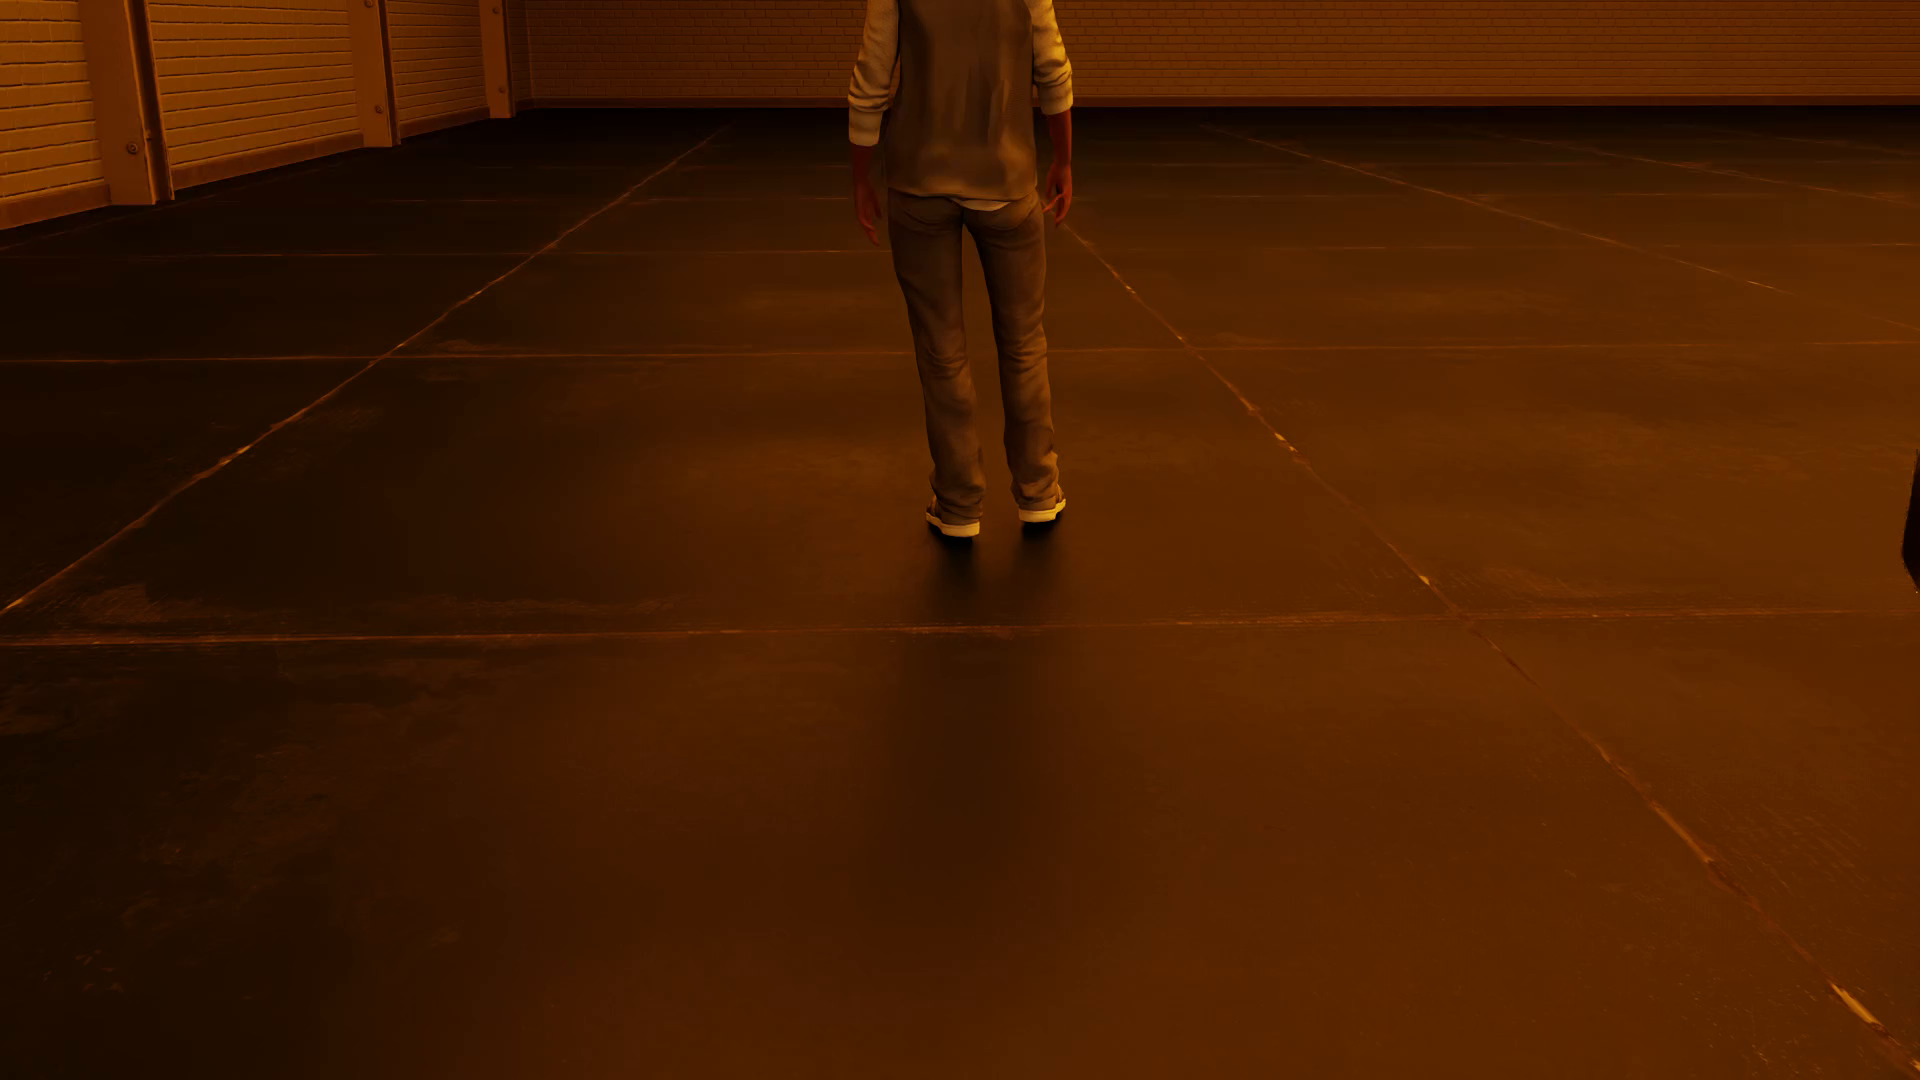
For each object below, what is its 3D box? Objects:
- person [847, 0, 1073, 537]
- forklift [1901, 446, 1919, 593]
[{"bbox_3d":[0.011,-0.792,3.753,0.520,1.597,0.475,-1,17,-3],"label":"person"},{"bbox_3d":[3.271,-1.022,2.249,3.031,2.935,1.130,7,18,21],"label":"forklift"}]
